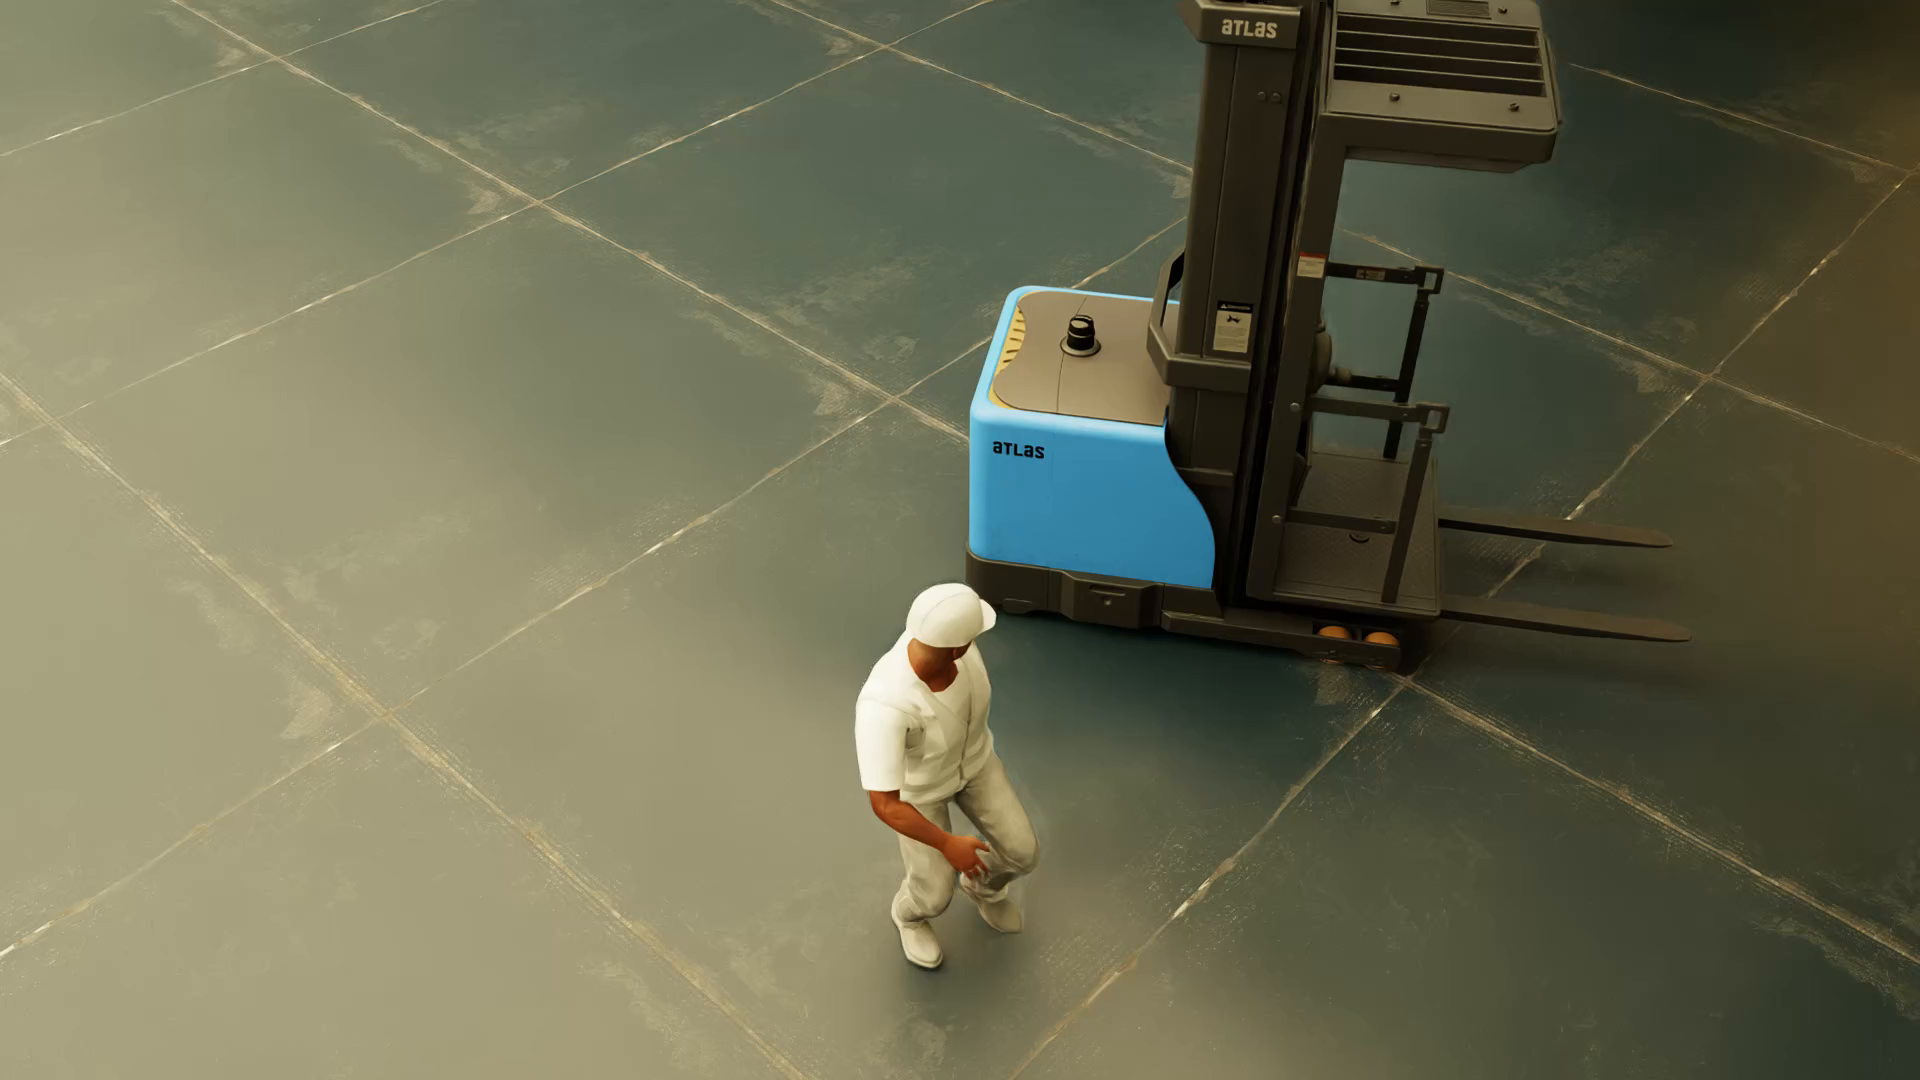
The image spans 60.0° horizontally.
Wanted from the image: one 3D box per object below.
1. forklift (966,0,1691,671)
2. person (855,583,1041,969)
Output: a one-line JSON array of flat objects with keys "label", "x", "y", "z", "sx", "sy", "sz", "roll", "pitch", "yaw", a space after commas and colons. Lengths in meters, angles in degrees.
[{"label": "forklift", "x": 1.596, "y": -0.938, "z": 6.522, "sx": 3.031, "sy": 2.935, "sz": 1.130, "roll": 7, "pitch": 41, "yaw": 9}, {"label": "person", "x": -0.057, "y": 0.777, "z": 5.498, "sx": 0.753, "sy": 1.713, "sz": 0.753, "roll": -29, "pitch": 48, "yaw": -29}]
